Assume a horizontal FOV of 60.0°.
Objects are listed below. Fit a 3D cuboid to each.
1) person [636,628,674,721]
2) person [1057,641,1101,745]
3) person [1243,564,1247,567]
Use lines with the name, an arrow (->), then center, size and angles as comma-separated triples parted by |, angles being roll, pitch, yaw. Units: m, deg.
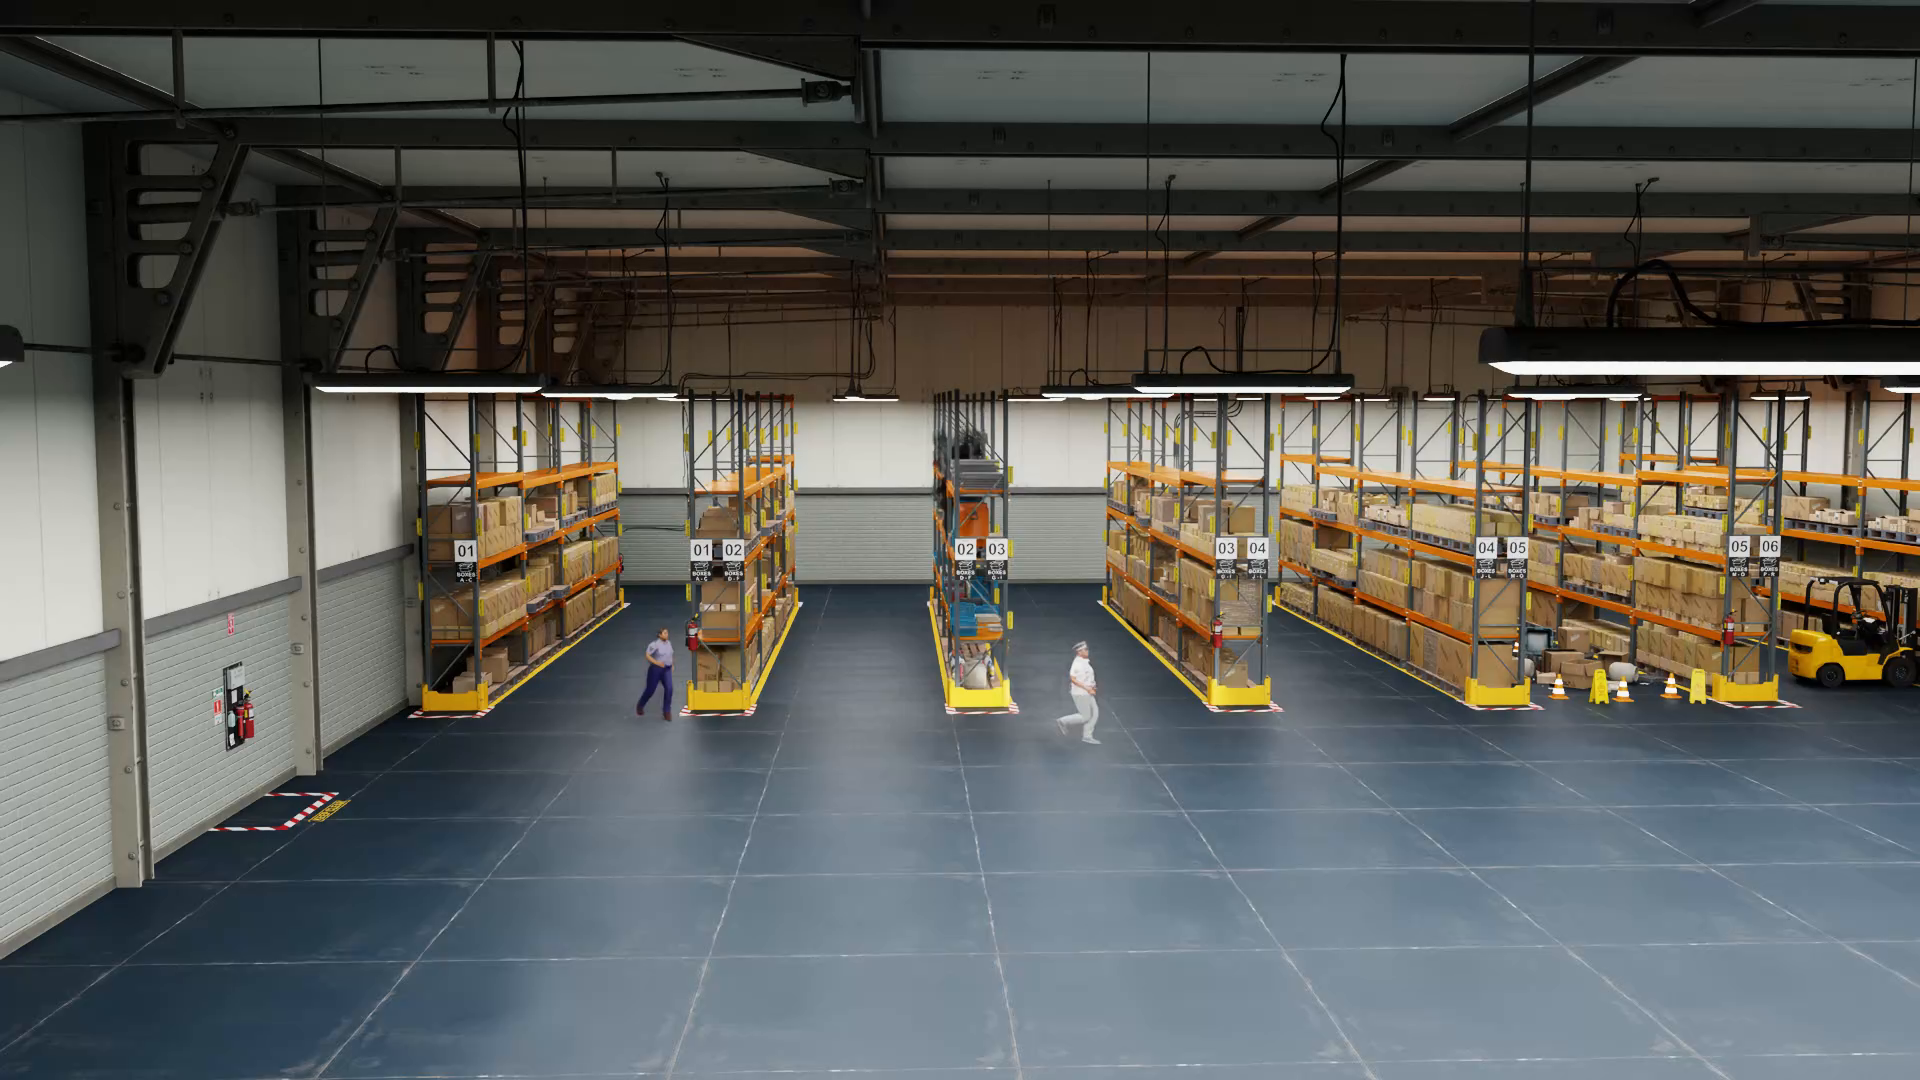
person -> -5.475, 2.438, 30.413 | 0.700, 1.668, 0.845 | -5, 7, -44
person -> 2.027, 2.574, 28.101 | 0.733, 1.761, 0.663 | 1, 5, 18
person -> 8.045, 1.171, 45.735 | 0.631, 1.768, 0.725 | 0, 5, 2
